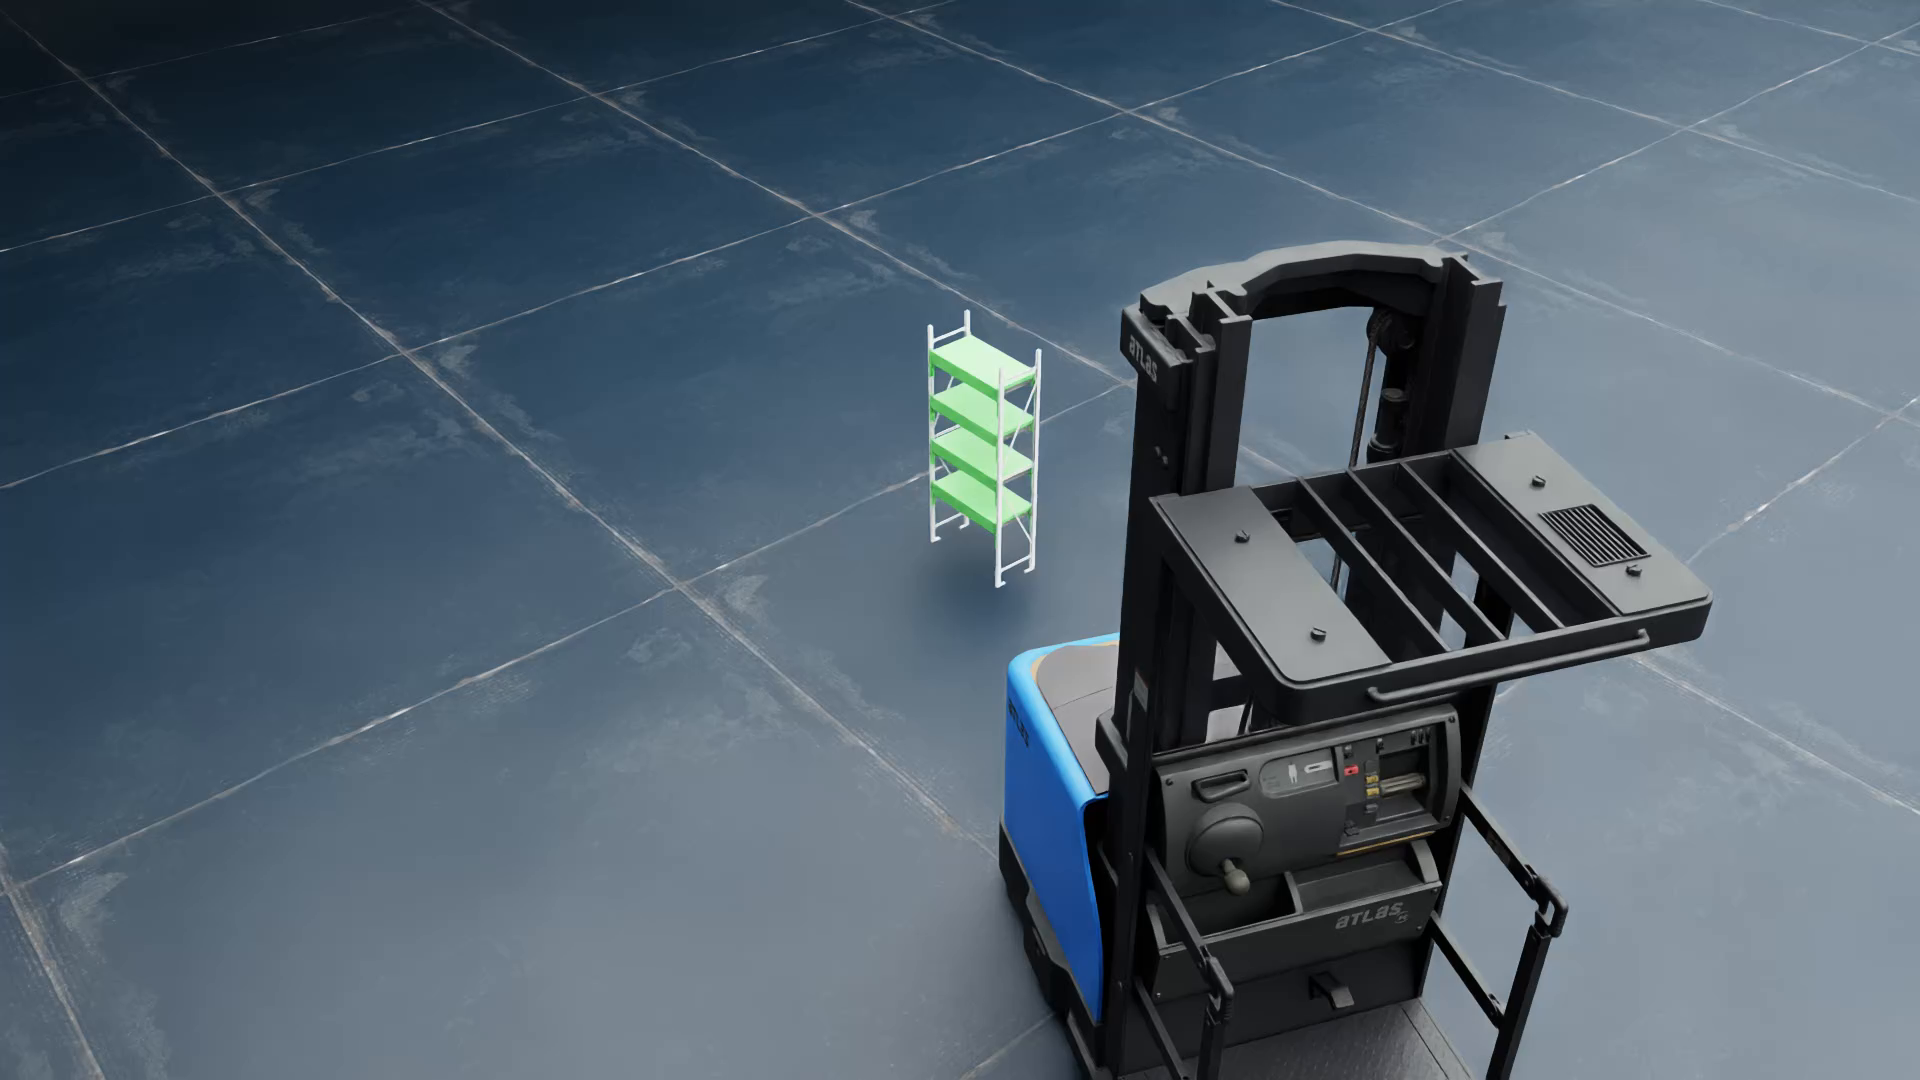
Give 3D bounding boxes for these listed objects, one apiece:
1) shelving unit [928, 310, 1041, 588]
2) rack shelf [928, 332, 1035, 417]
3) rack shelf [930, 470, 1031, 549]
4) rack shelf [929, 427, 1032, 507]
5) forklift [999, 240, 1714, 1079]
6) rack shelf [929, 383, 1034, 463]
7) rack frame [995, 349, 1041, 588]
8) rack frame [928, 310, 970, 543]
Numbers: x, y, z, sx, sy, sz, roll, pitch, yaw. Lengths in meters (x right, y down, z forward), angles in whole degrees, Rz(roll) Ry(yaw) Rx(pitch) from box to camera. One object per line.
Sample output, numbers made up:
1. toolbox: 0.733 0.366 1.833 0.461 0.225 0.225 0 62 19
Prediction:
1. shelving unit: 0.107 -0.417 7.800 0.258 1.200 0.503 -26 43 -32
2. rack shelf: 0.107 -0.756 7.560 0.258 0.148 0.480 -26 43 -32
3. rack shelf: 0.107 -0.169 7.976 0.258 0.148 0.480 -26 43 -32
4. rack shelf: 0.107 -0.364 7.837 0.258 0.148 0.480 -26 43 -32
5. forklift: 1.070 0.809 4.572 1.130 2.935 3.031 -10 37 -14
6. rack shelf: 0.107 -0.560 7.698 0.258 0.148 0.480 -26 43 -32
7. rack frame: 0.264 -0.309 7.648 0.240 1.200 0.015 -26 43 -32
8. rack frame: -0.051 -0.524 7.952 0.240 1.200 0.015 -26 43 -32
